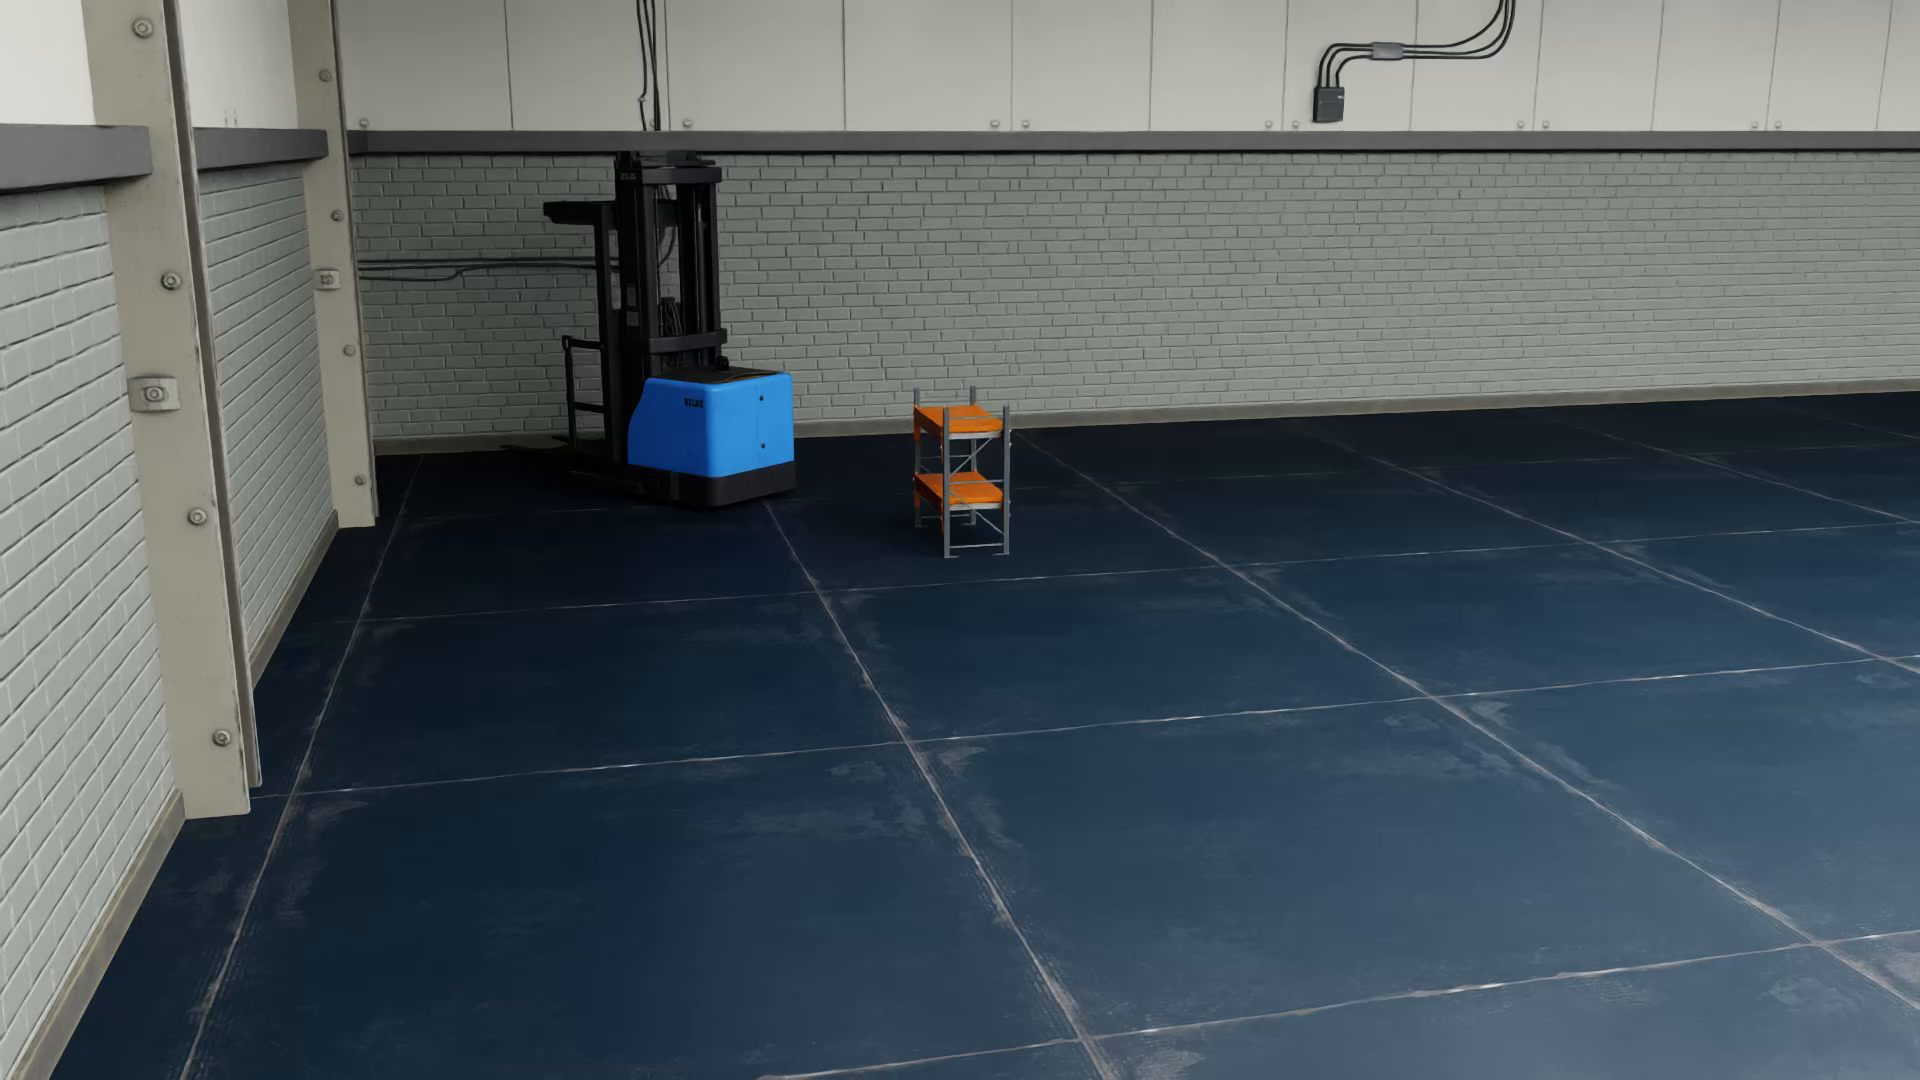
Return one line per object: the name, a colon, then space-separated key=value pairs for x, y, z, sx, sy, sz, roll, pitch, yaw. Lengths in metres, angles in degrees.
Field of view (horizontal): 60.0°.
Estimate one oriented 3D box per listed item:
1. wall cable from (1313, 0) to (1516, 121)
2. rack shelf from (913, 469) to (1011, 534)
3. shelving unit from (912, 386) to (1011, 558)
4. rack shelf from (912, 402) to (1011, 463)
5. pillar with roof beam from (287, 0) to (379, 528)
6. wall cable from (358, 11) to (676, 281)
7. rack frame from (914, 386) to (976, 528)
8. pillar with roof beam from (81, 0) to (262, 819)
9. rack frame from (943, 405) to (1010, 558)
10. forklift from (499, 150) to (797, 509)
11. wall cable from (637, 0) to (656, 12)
wall cable: x=4.915 y=-7.452 z=17.304 sx=2.305 sy=6.003 sz=0.169 roll=-3 pitch=14 yaw=-13
rack shelf: x=0.002 y=-0.307 z=12.845 sx=0.538 sy=0.278 sz=1.000 roll=-3 pitch=14 yaw=-13
shelving unit: x=0.002 y=-0.545 z=12.787 sx=0.538 sy=1.125 sz=1.048 roll=-3 pitch=14 yaw=-13
rack shelf: x=0.002 y=-0.829 z=12.718 sx=0.538 sy=0.278 sz=1.000 roll=-3 pitch=14 yaw=-13
pillar with roof beam: x=-0.725 y=-4.761 z=13.455 sx=9.100 sy=9.000 sz=0.400 roll=-3 pitch=14 yaw=-13
wall cable: x=-4.316 y=-3.766 z=15.925 sx=3.097 sy=2.526 sz=0.112 roll=-3 pitch=14 yaw=-13
rack frame: x=-0.118 y=-0.662 z=13.267 sx=0.500 sy=1.125 sz=0.032 roll=-3 pitch=14 yaw=-13
pillar with roof beam: x=0.684 y=-3.377 z=7.789 sx=9.100 sy=9.000 sz=0.400 roll=-3 pitch=14 yaw=-13
rack frame: x=0.121 y=-0.428 z=12.307 sx=0.500 sy=1.125 sz=0.032 roll=-3 pitch=14 yaw=-13
forklift: x=-2.911 y=-1.939 z=14.687 sx=3.031 sy=2.935 sz=1.130 roll=10 pitch=17 yaw=35
wall cable: x=-1.687 y=-6.370 z=15.943 sx=3.097 sy=2.526 sz=0.112 roll=-3 pitch=14 yaw=-13
